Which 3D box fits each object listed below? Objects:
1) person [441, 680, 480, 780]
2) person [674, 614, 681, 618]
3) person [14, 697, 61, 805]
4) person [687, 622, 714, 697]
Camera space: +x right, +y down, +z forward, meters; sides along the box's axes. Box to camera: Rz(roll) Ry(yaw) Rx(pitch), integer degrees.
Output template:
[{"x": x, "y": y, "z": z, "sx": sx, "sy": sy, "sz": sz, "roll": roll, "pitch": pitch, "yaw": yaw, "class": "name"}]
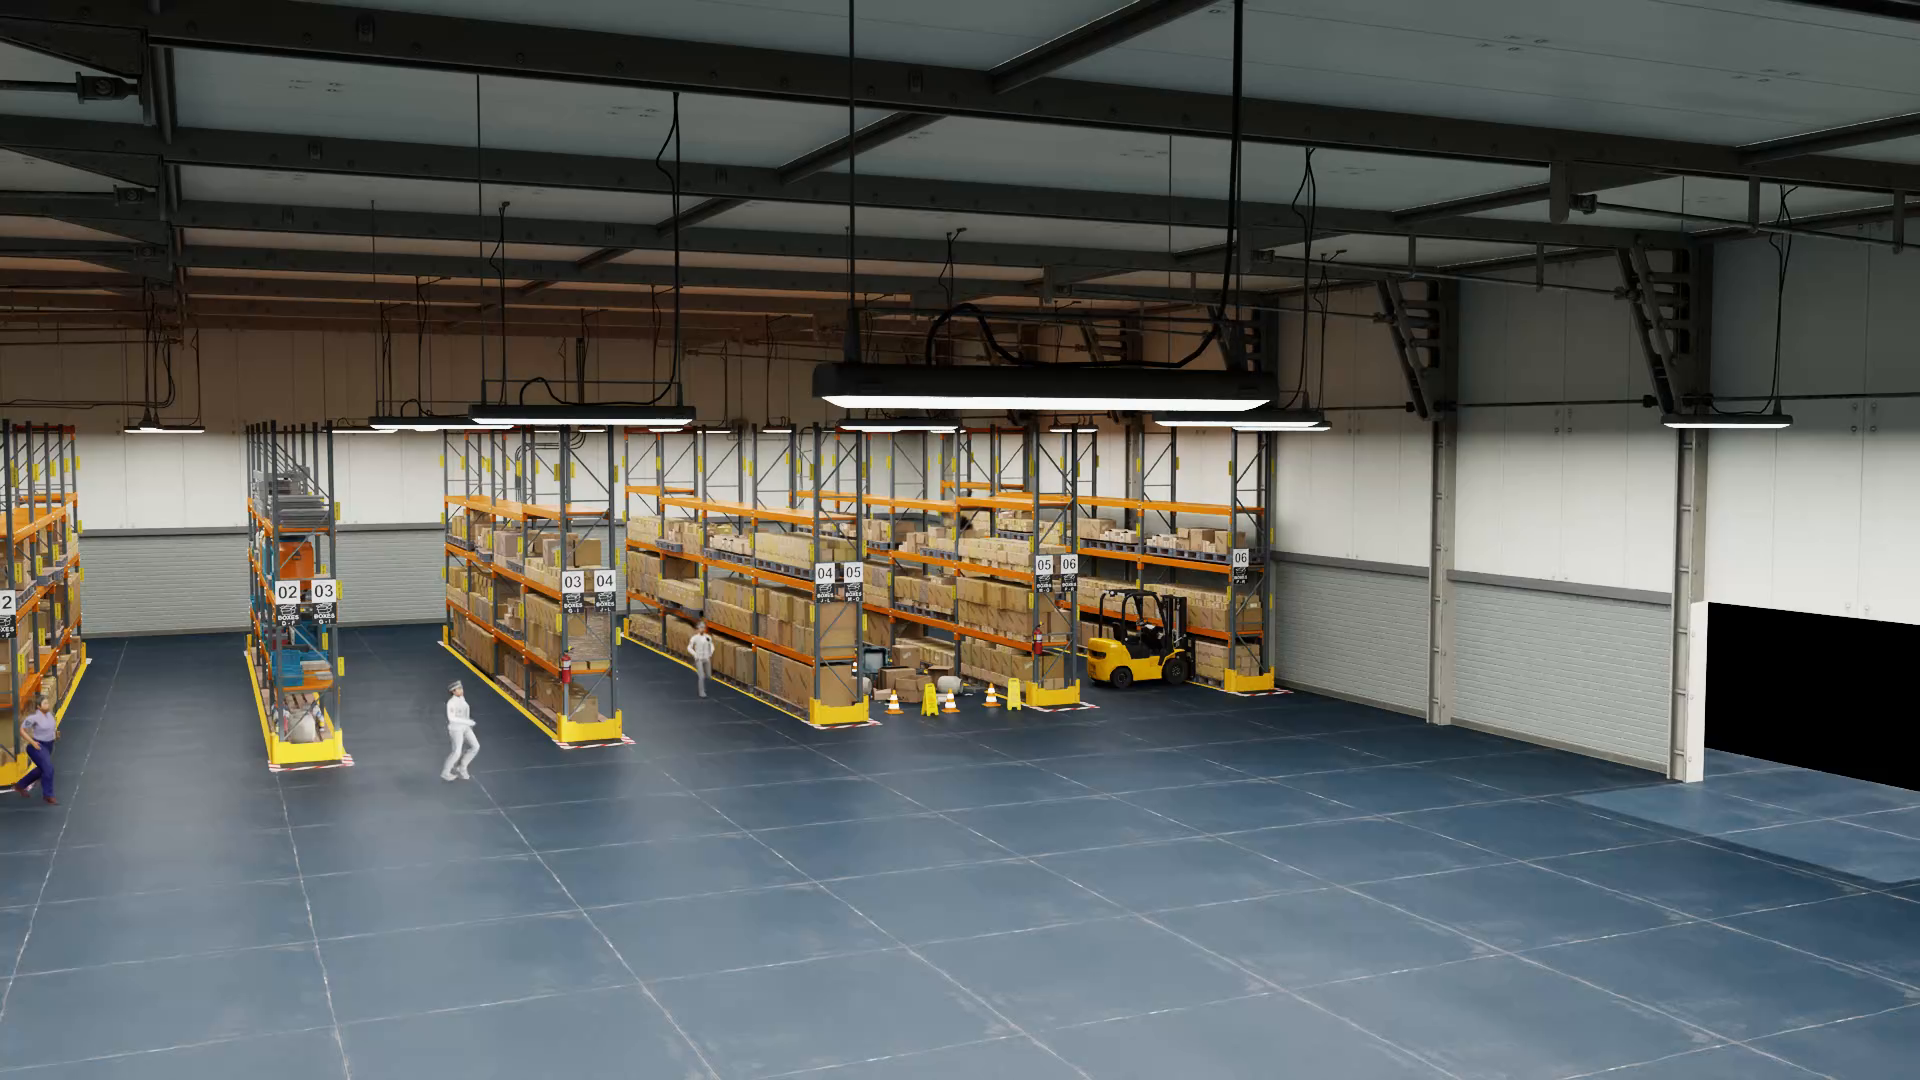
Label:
[{"x": -8.313, "y": 3.161, "z": 27.630, "sx": 0.644, "sy": 1.685, "sz": 0.619, "roll": 1, "pitch": 4, "yaw": 13, "class": "person"}, {"x": -8.358, "y": 1.813, "z": 49.099, "sx": 0.547, "sy": 1.702, "sz": 0.744, "roll": 3, "pitch": 4, "yaw": 37, "class": "person"}, {"x": -14.395, "y": 3.294, "z": 25.961, "sx": 0.803, "sy": 1.681, "sz": 0.617, "roll": 0, "pitch": 4, "yaw": 4, "class": "person"}, {"x": -5.684, "y": 2.614, "z": 36.568, "sx": 0.614, "sy": 1.641, "sz": 0.540, "roll": -2, "pitch": 4, "yaw": -26, "class": "person"}]
